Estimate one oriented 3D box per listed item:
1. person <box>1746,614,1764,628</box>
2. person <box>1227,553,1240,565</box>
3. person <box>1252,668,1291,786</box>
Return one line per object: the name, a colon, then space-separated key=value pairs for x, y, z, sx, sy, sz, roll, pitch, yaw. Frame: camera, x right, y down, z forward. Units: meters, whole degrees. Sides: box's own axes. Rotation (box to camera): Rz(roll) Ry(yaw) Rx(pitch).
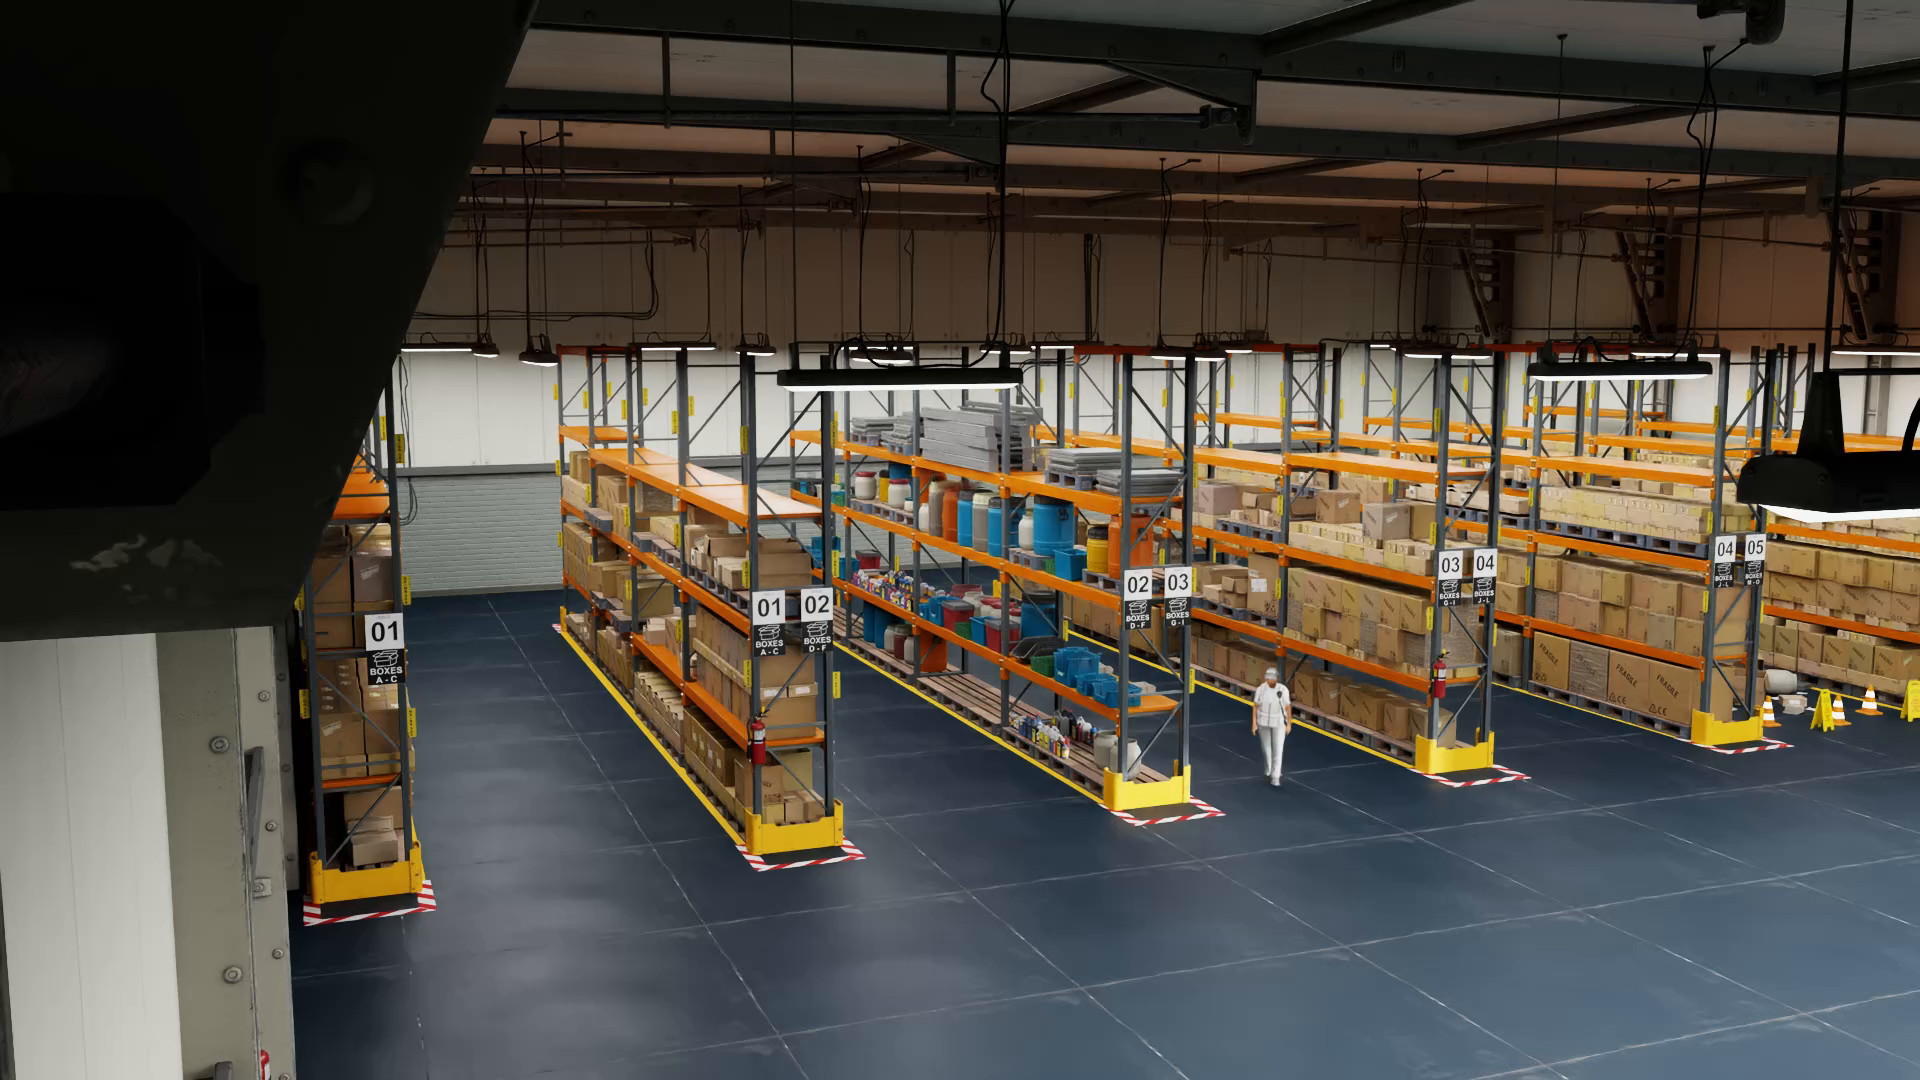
person: x=16.674 y=1.048 z=34.927 sx=0.534 sy=1.804 sz=0.604 roll=-5 pitch=9 yaw=-33
person: x=7.200 y=-0.099 z=43.782 sx=0.531 sy=1.744 sz=0.919 roll=6 pitch=9 yaw=40
person: x=4.325 y=2.576 z=23.212 sx=0.505 sy=1.604 sz=1.021 roll=3 pitch=8 yaw=24
